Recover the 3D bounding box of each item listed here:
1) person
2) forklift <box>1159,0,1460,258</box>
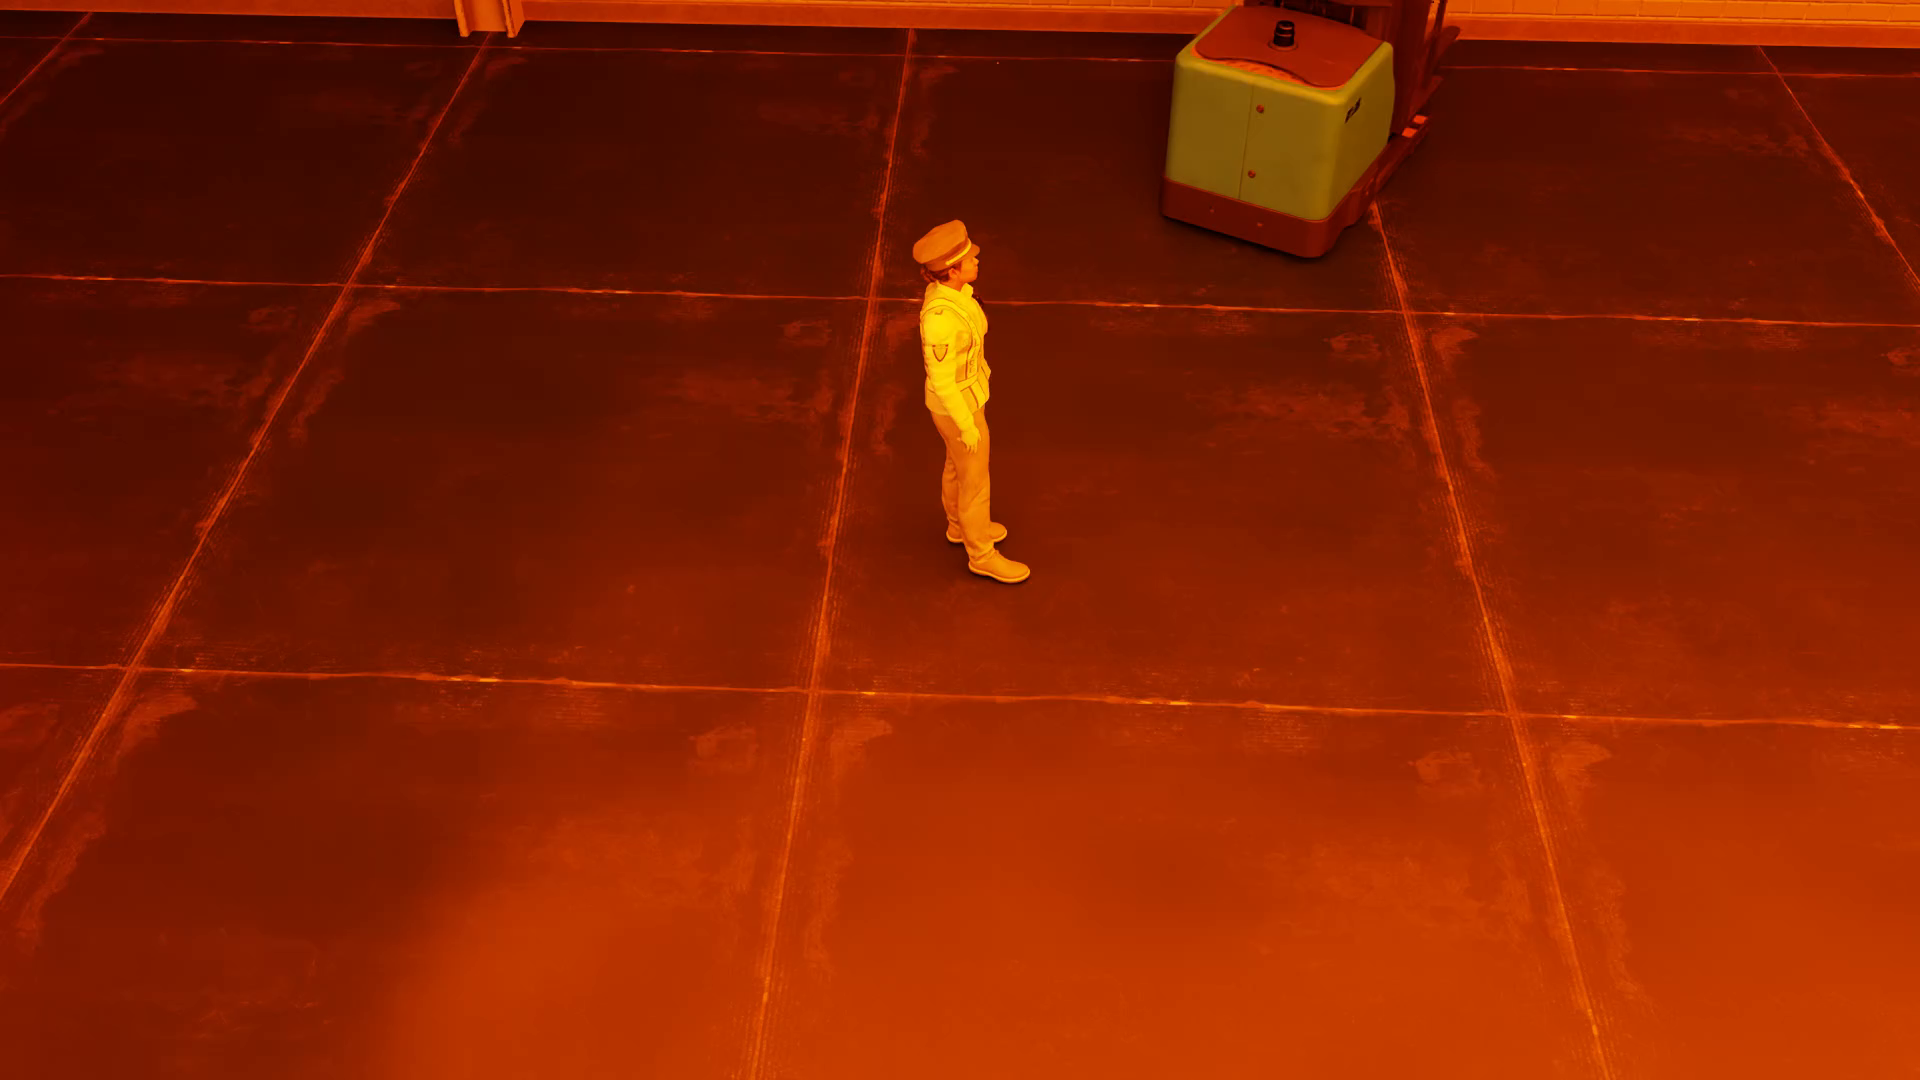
[{"bbox_3d":[0.068,-0.621,7.329,0.531,1.695,0.576,2,42,2],"label":"person"},{"bbox_3d":[2.381,-3.687,9.781,1.130,2.935,3.031,22,47,22],"label":"forklift"}]
